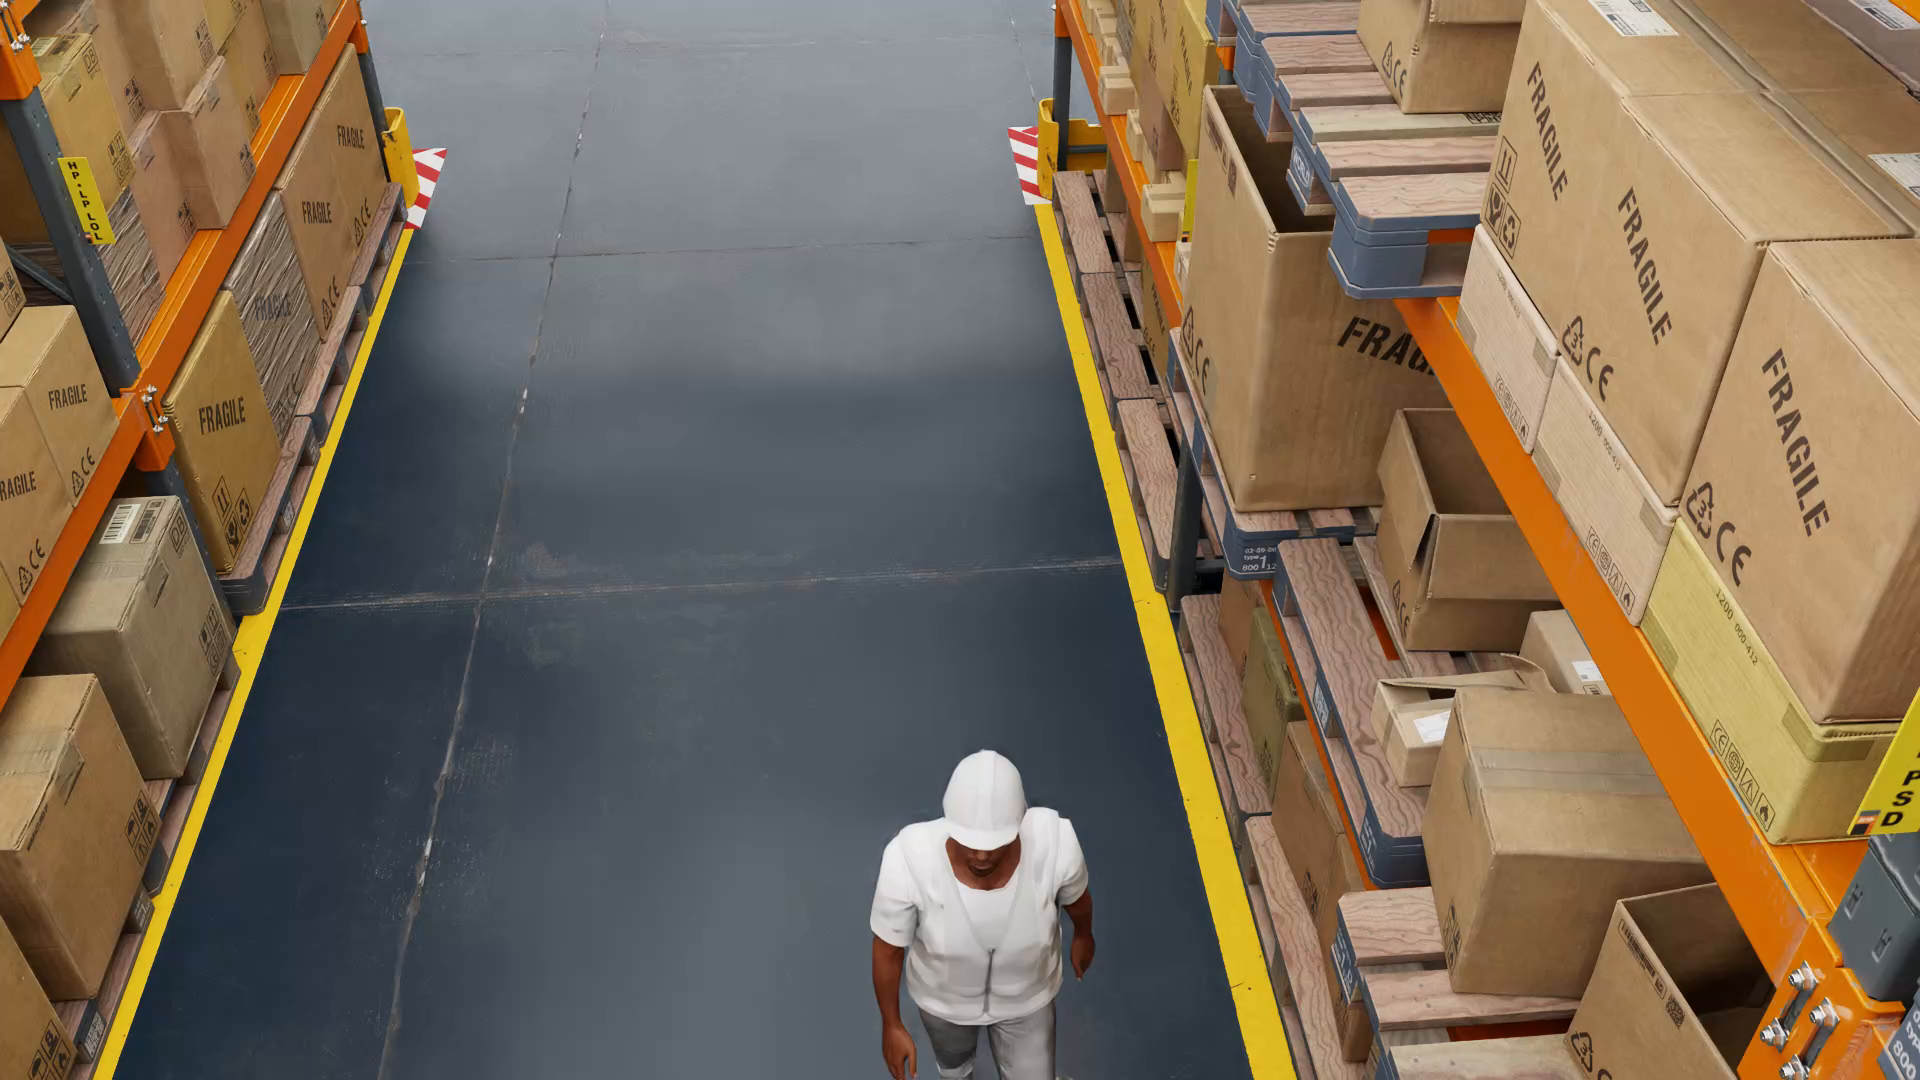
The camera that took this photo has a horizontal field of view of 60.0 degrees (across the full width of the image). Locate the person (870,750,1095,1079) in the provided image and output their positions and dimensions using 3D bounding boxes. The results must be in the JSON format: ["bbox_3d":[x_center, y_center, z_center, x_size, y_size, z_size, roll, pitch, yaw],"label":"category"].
[{"bbox_3d":[0.079,1.258,4.604,0.634,1.811,0.780,-1,39,-2],"label":"person"}]
